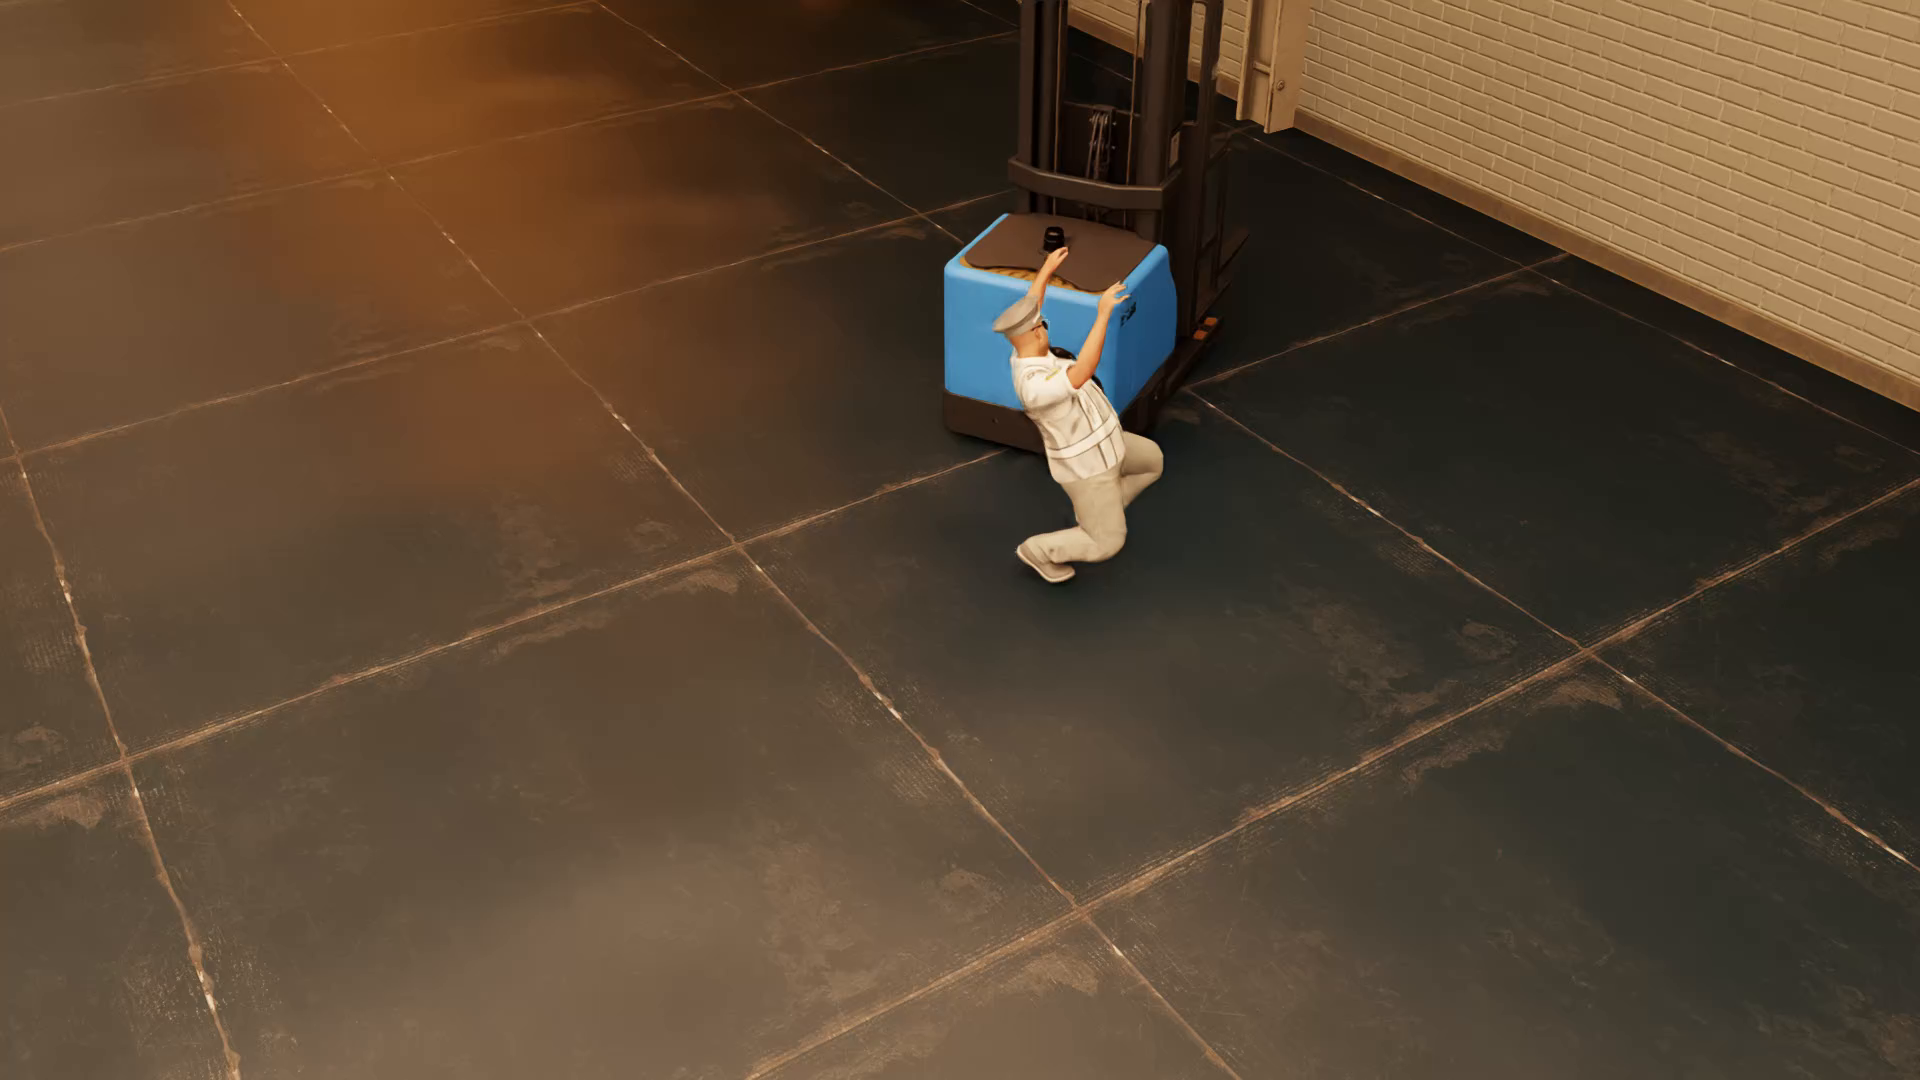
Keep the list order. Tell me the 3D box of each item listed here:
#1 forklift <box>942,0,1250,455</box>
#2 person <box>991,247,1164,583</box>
[{"bbox_3d":[1.003,-2.435,9.613,1.130,2.935,3.031,16,38,21],"label":"forklift"},{"bbox_3d":[0.596,-0.629,8.205,0.865,1.680,1.098,3,35,5],"label":"person"}]
